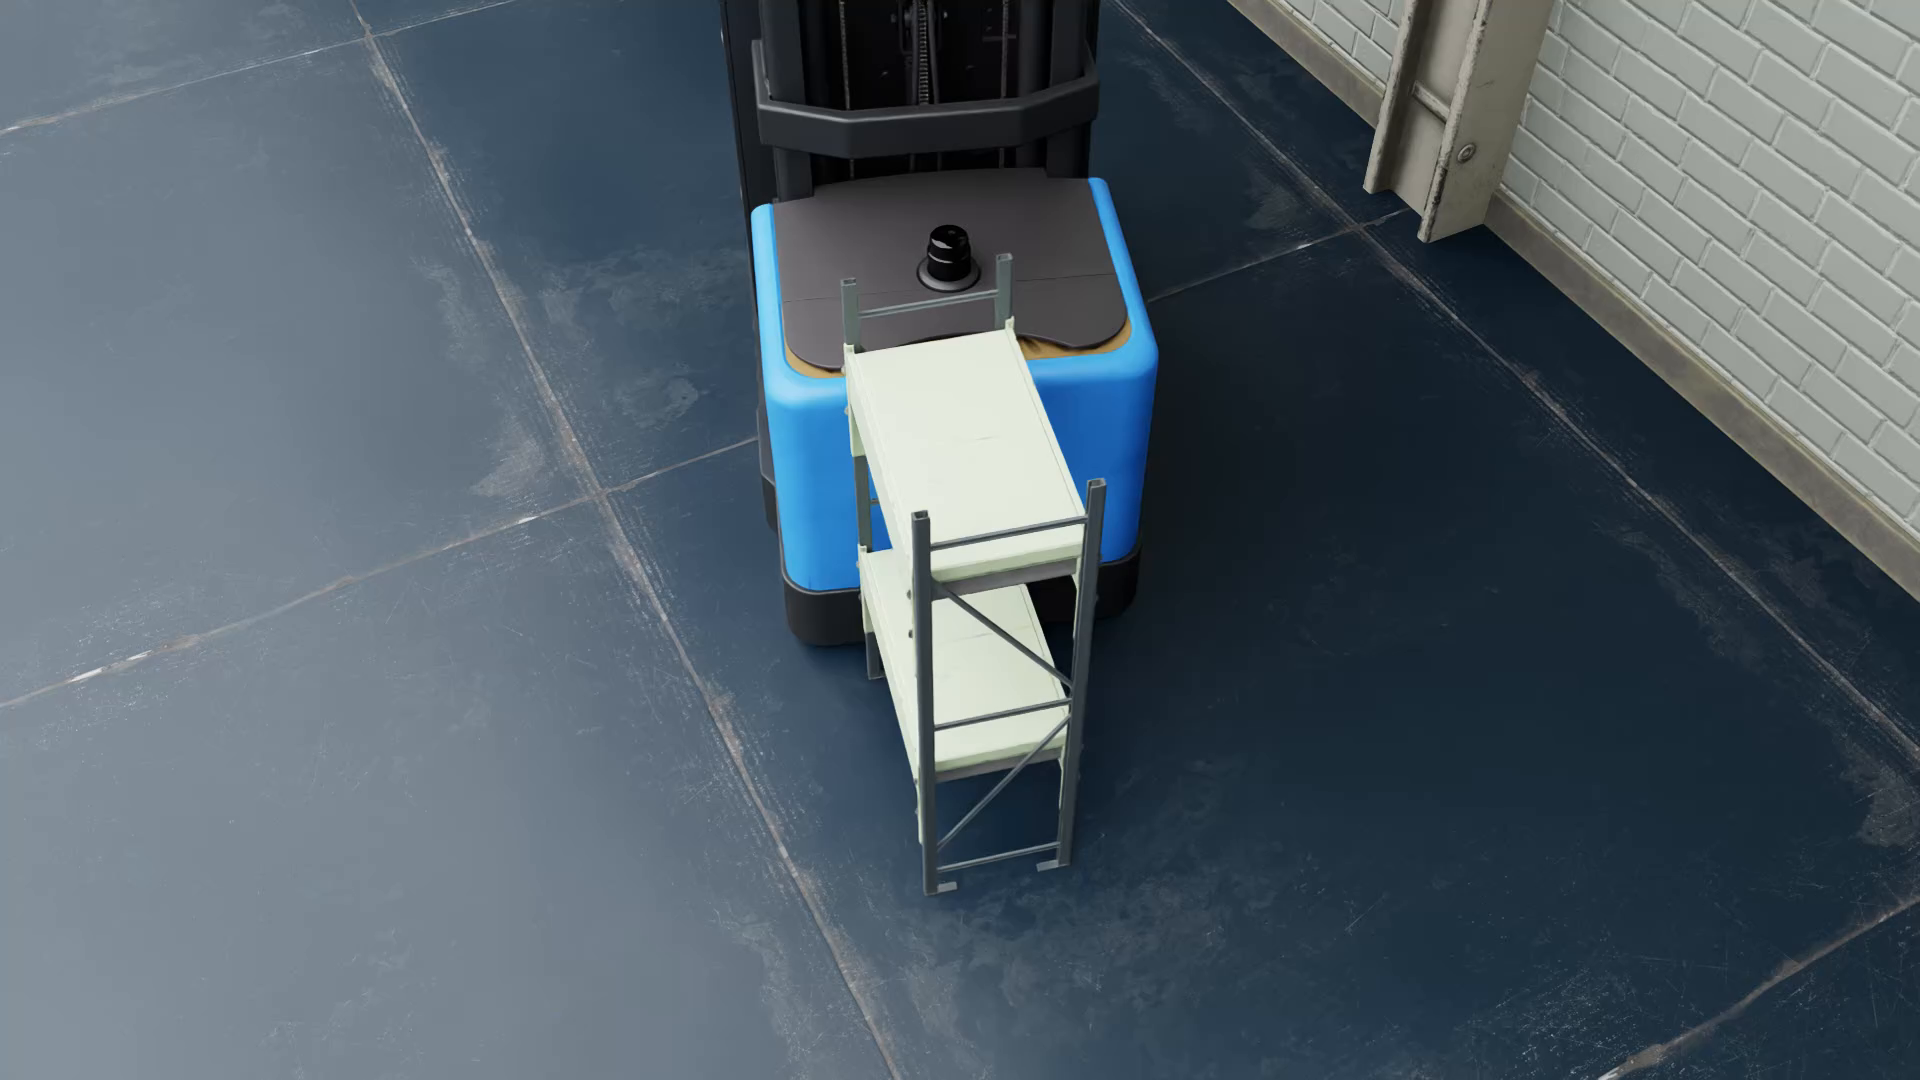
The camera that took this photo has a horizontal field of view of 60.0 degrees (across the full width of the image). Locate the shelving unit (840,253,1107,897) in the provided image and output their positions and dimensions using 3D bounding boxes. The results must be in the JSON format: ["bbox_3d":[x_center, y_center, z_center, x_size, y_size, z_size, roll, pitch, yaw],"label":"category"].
[{"bbox_3d":[0.012,0.143,4.128,0.431,1.500,0.755,-10,50,-9],"label":"shelving unit"}]

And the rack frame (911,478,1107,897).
[{"bbox_3d":[0.099,0.411,3.894,0.400,1.500,0.023,-10,50,-9],"label":"rack frame"}]

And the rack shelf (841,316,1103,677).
[{"bbox_3d":[0.012,-0.114,3.834,0.431,0.370,0.720,-10,50,-9],"label":"rack shelf"}]

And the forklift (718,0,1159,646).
[{"bbox_3d":[-0.175,-1.778,4.858,1.130,2.935,3.031,-6,49,-5],"label":"forklift"}]

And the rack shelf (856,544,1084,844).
[{"bbox_3d":[0.012,0.358,4.374,0.431,0.370,0.720,-10,50,-9],"label":"rack shelf"}]

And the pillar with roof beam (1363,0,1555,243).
[{"bbox_3d":[-2.041,-2.773,1.697,9.100,9.000,0.400,-21,52,-18],"label":"pillar with roof beam"}]

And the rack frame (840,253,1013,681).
[{"bbox_3d":[-0.075,-0.124,4.362,0.400,1.500,0.023,-10,50,-9],"label":"rack frame"}]
